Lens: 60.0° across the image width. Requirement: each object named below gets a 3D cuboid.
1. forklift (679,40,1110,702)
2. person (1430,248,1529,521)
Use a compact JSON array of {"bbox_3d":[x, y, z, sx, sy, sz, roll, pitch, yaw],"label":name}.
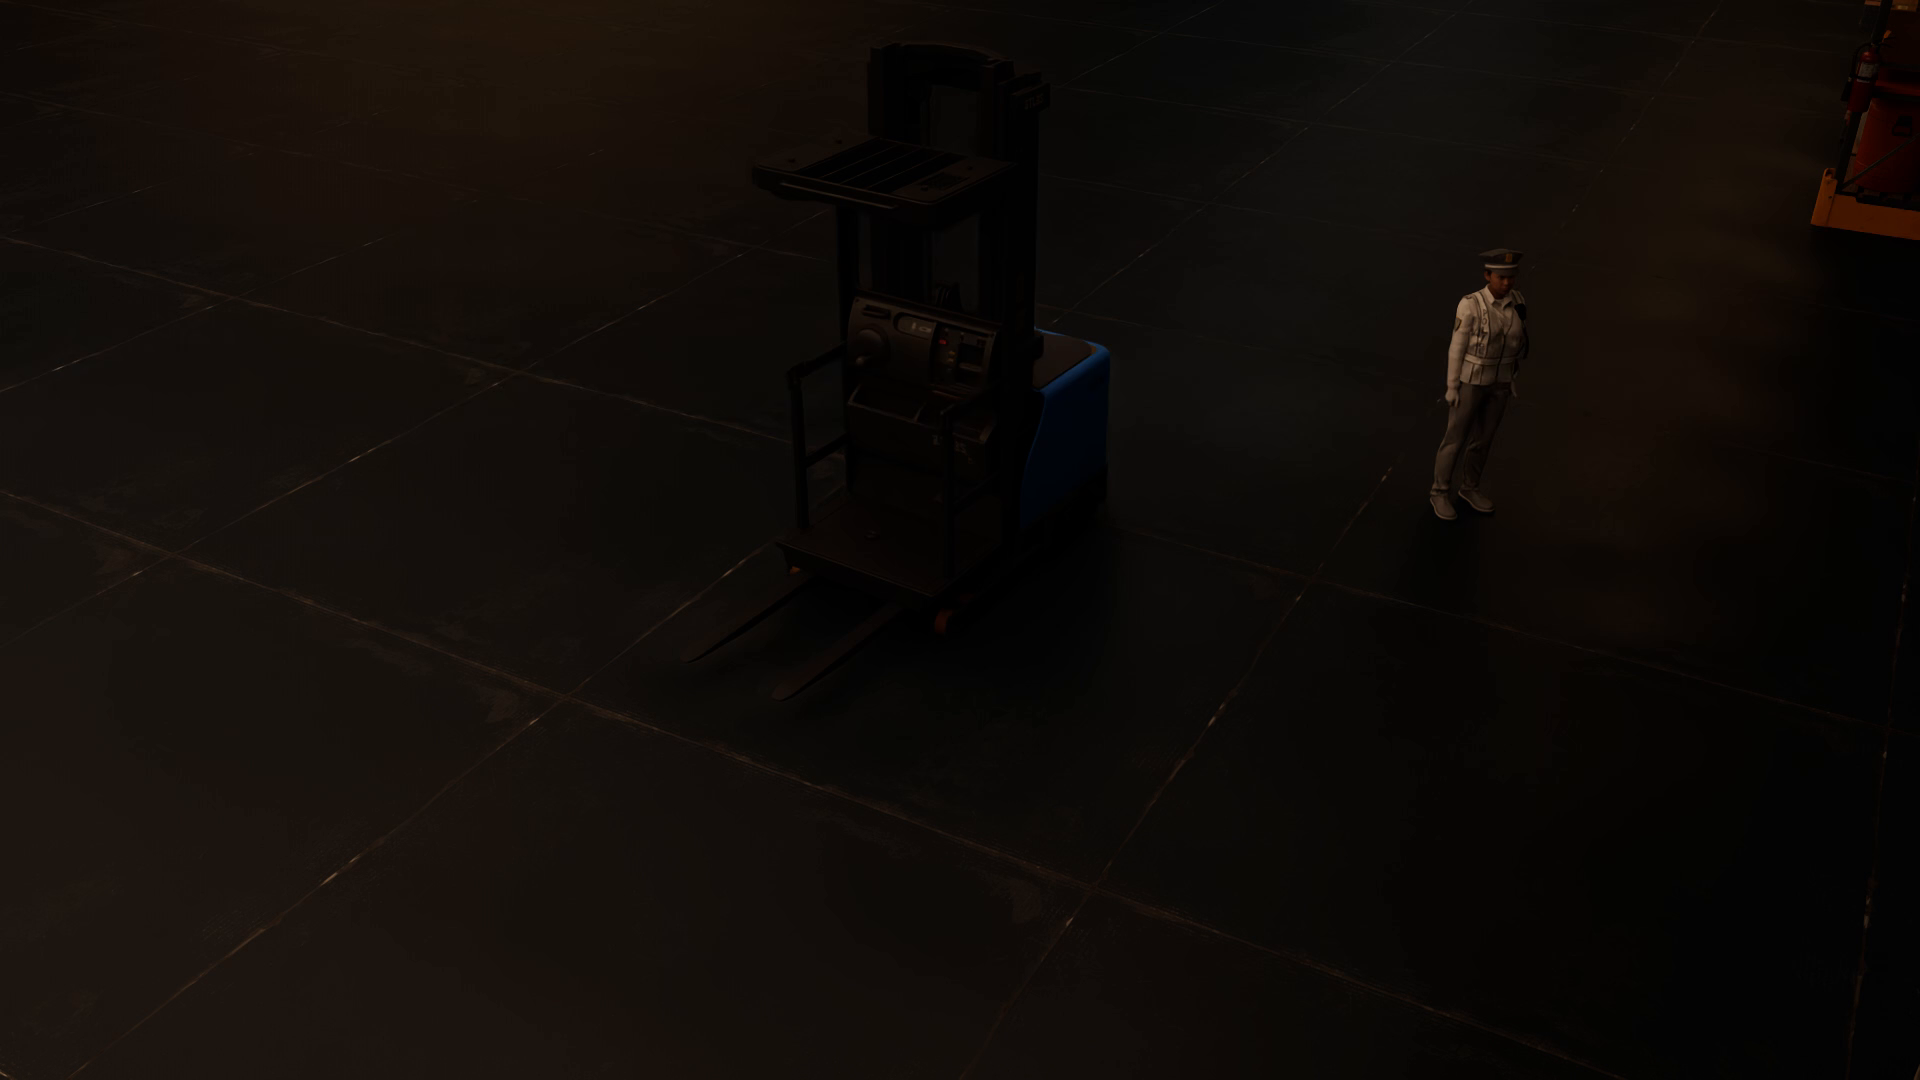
[{"bbox_3d":[-0.328,-1.006,8.814,1.130,2.935,3.031,18,35,29],"label":"forklift"},{"bbox_3d":[3.130,-0.942,9.948,0.472,1.691,0.332,-9,31,-15],"label":"person"}]
